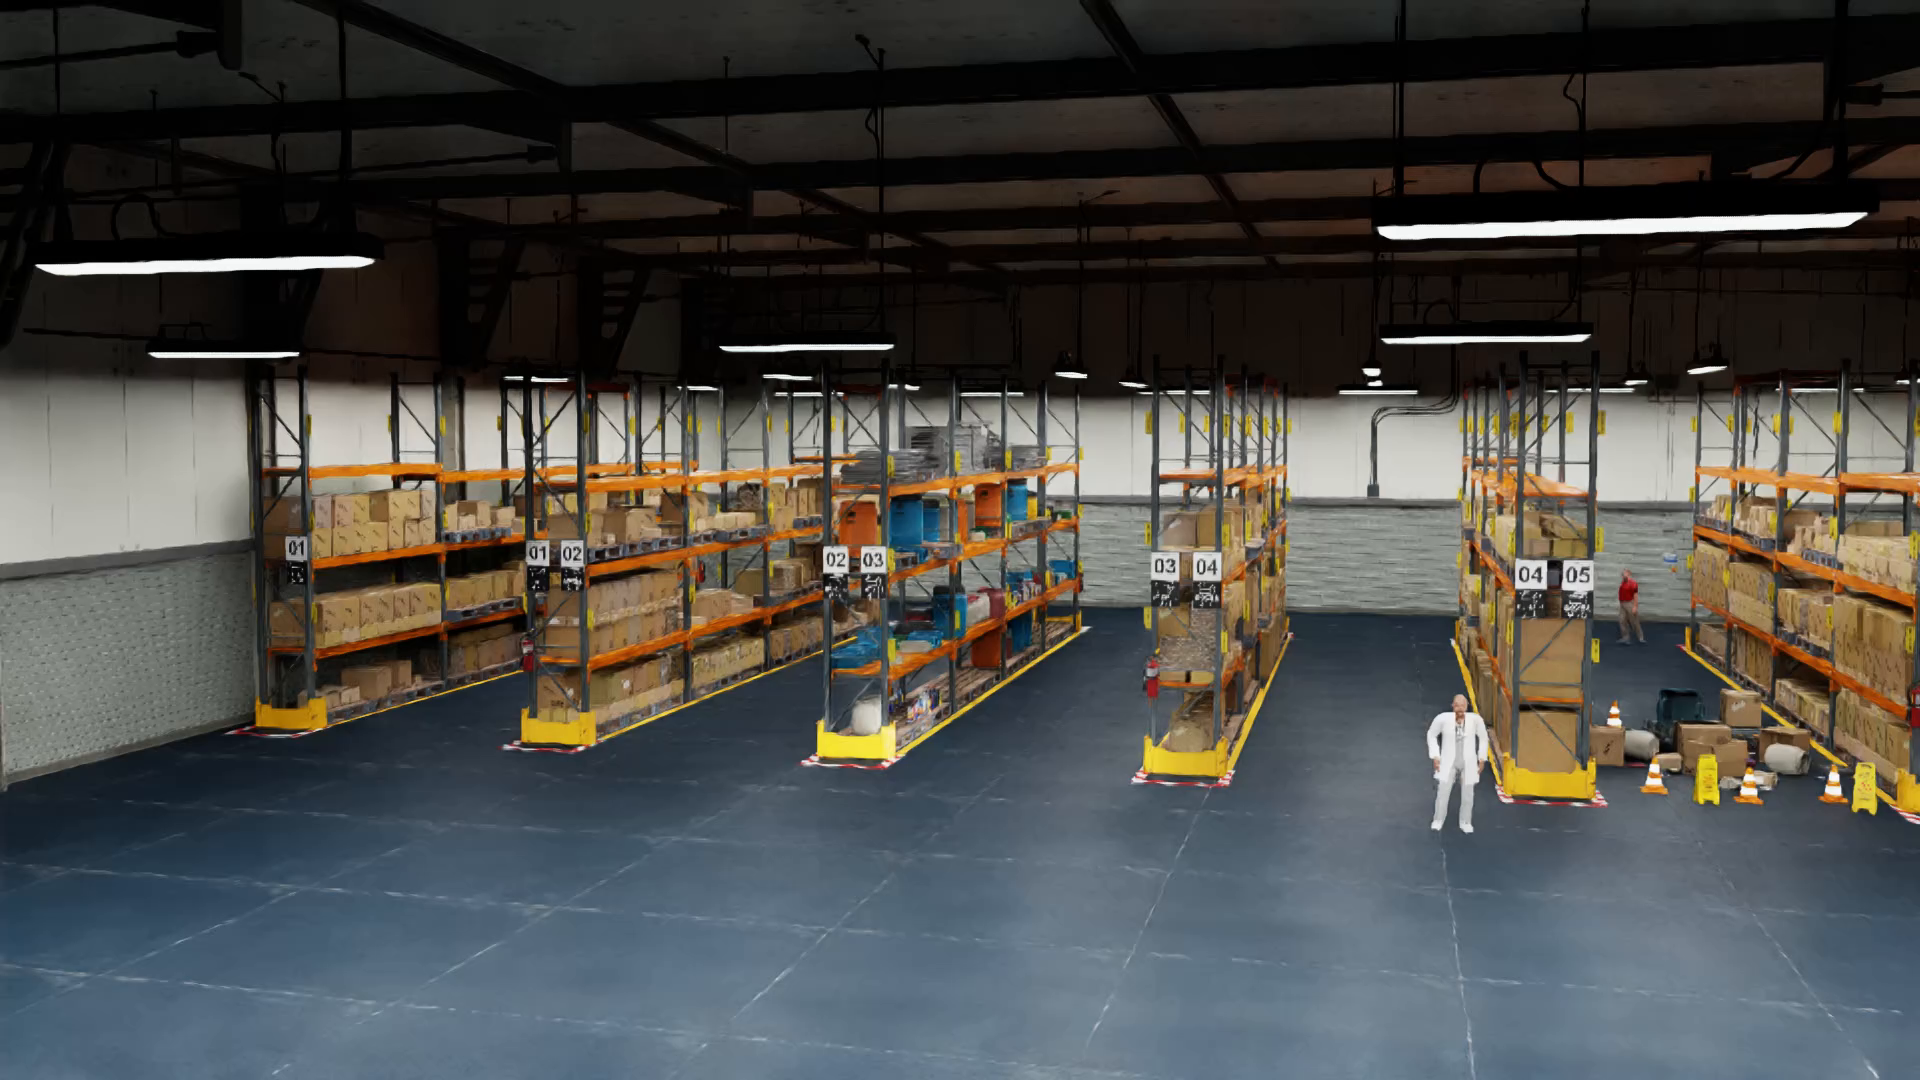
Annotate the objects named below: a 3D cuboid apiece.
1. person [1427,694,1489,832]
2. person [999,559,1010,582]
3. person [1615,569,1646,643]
[{"bbox_3d":[6.114,2.731,20.457,0.729,1.733,0.546,1,4,13],"label":"person"},{"bbox_3d":[1.114,1.296,41.381,0.368,1.679,0.584,0,4,-2],"label":"person"},{"bbox_3d":[15.446,1.515,38.260,0.568,1.718,0.656,-1,4,-15],"label":"person"}]
